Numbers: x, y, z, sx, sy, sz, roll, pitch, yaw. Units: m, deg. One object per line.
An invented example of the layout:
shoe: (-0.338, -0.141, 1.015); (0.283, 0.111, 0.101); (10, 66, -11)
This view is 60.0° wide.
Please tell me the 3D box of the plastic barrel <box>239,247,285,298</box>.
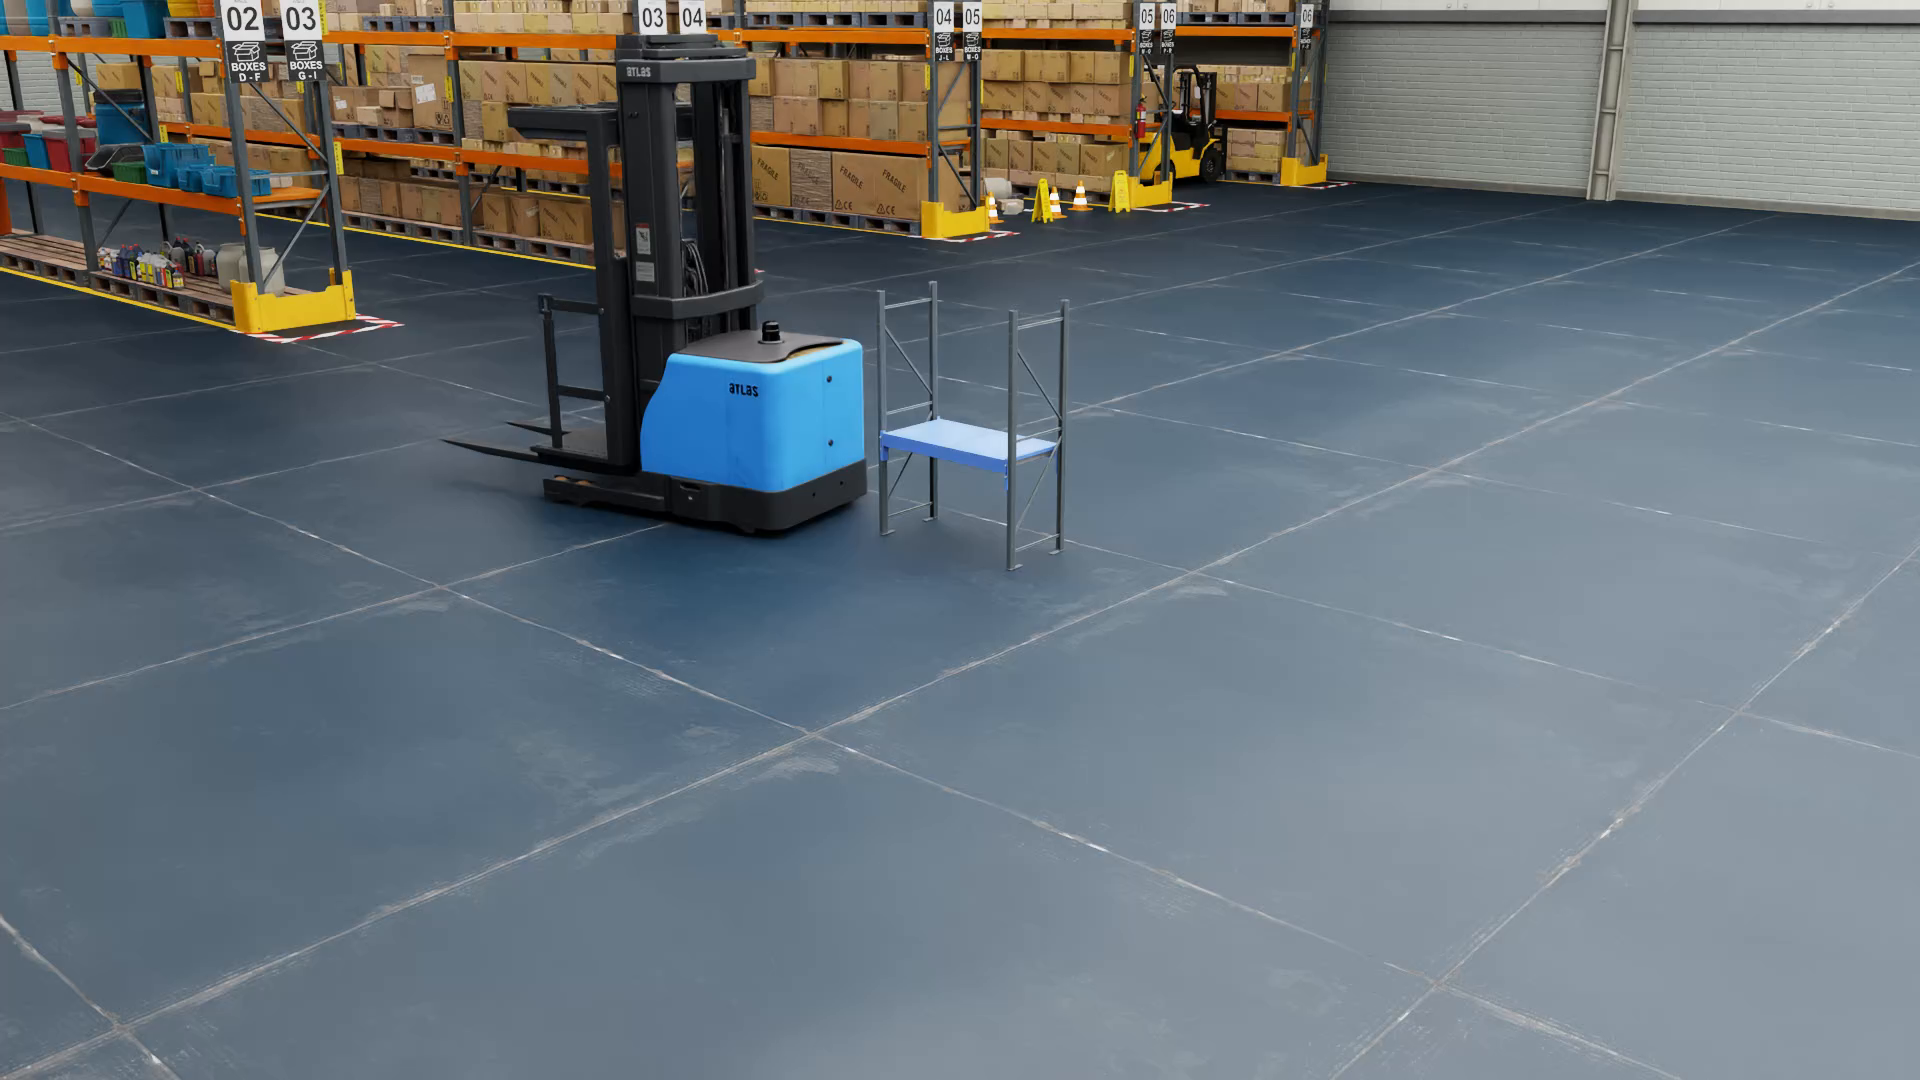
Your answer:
plastic barrel: (-7.274, -2.776, 17.320); (0.421, 0.512, 0.421); (0, 18, 0)

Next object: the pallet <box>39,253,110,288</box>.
pallet: (-10.336, -3.270, 20.067); (1.213, 0.211, 1.003); (15, 23, 39)

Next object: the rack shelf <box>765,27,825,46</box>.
rack shelf: (-4.345, -10.105, 33.222); (4.000, 0.370, 1.077); (15, 23, 39)

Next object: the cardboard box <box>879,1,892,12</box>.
cardboard box: (-0.930, -7.520, 23.444); (0.250, 0.149, 0.380); (15, 23, 40)

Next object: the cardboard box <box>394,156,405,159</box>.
cardboard box: (-10.922, -7.488, 32.766); (0.250, 0.149, 0.380); (14, 22, 37)

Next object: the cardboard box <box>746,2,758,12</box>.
cardboard box: (-3.021, -8.081, 25.212); (0.250, 0.149, 0.380); (15, 23, 38)

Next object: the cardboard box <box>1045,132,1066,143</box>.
cardboard box: (1.661, -6.831, 28.216); (0.250, 0.149, 0.380); (16, 24, 42)

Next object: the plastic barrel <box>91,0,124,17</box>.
plastic barrel: (-9.050, -6.095, 17.876); (0.708, 0.901, 0.600); (15, 23, 39)

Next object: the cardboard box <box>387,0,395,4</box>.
cardboard box: (-8.154, -7.847, 23.928); (0.500, 0.500, 0.500); (16, 23, 40)

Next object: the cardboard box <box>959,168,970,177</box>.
cardboard box: (0.041, -6.100, 28.501); (0.500, 0.500, 0.500); (-3, 18, -8)

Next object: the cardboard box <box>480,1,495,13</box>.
cardboard box: (-5.963, -6.887, 21.482); (0.250, 0.149, 0.380); (15, 23, 40)

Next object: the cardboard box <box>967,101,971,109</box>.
cardboard box: (0.286, -7.851, 29.234); (0.500, 0.500, 0.500); (15, 23, 39)

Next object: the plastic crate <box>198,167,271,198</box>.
plastic crate: (-7.304, -3.609, 16.771); (0.616, 0.251, 0.499); (15, 23, 39)

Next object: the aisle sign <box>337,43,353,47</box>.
aisle sign: (-12.297, -10.268, 33.210); (0.004, 0.787, 0.394); (15, 23, 39)

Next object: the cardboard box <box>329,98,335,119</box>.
cardboard box: (-9.610, -6.581, 25.724); (0.500, 0.500, 0.500); (16, 24, 41)

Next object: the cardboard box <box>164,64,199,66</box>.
cardboard box: (-13.363, -7.963, 28.760); (0.500, 0.500, 0.500); (14, 22, 38)

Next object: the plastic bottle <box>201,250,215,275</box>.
plastic bottle: (-8.546, -3.161, 18.888); (0.135, 0.276, 0.152); (16, 23, 40)

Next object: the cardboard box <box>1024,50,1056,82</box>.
cardboard box: (1.503, -8.043, 28.186); (0.500, 0.500, 0.700); (15, 23, 39)

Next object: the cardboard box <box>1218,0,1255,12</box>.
cardboard box: (5.234, -10.121, 31.060); (0.500, 0.500, 0.700); (15, 23, 40)

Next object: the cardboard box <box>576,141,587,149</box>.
cardboard box: (-4.291, -5.147, 20.714); (0.500, 0.500, 0.875); (15, 23, 39)

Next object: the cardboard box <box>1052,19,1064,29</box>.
cardboard box: (1.742, -8.592, 27.681); (0.250, 0.149, 0.380); (14, 22, 38)

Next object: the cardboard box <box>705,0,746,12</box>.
cardboard box: (-3.702, -8.384, 26.002); (0.500, 0.250, 0.500); (15, 23, 40)

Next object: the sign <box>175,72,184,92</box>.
sign: (-12.786, -7.502, 27.228); (0.005, 0.325, 0.100); (15, 23, 39)

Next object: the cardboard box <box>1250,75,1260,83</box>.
cardboard box: (5.616, -8.607, 31.036); (0.250, 0.149, 0.380); (16, 23, 40)

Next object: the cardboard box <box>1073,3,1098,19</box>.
cardboard box: (2.206, -8.656, 27.225); (0.500, 0.250, 0.500); (15, 23, 39)

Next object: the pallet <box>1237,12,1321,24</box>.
pallet: (5.914, -9.669, 30.807); (1.213, 0.211, 1.003); (15, 23, 39)

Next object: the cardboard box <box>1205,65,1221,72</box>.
cardboard box: (4.867, -8.963, 31.666); (0.250, 0.149, 0.380); (15, 23, 40)

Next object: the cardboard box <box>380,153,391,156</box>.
cardboard box: (-11.293, -7.729, 33.034); (0.250, 0.149, 0.380); (16, 24, 41)

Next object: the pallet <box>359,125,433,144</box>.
pallet: (-7.920, -5.894, 24.043); (1.213, 0.211, 1.003); (15, 23, 39)

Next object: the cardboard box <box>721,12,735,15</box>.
cardboard box: (-4.360, -10.582, 32.678); (0.500, 0.500, 0.500); (15, 23, 40)

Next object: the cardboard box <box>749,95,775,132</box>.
cardboard box: (-2.784, -6.673, 25.931); (0.550, 0.550, 0.875); (15, 23, 39)

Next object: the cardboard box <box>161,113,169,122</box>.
cardboard box: (-13.249, -7.148, 28.090); (0.250, 0.149, 0.380); (15, 23, 38)

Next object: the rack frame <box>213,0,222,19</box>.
rack frame: (-6.731, -6.507, 15.737); (0.127, 3.000, 1.000); (15, 23, 39)

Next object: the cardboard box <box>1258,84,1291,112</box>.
cardboard box: (5.884, -8.221, 30.891); (0.500, 0.500, 0.500); (14, 23, 38)

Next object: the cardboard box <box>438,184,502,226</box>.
cardboard box: (-6.881, -4.717, 23.422); (0.500, 0.500, 0.700); (13, 22, 35)

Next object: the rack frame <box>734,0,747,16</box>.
rack frame: (-3.068, -9.532, 25.271); (0.127, 3.000, 1.000); (15, 23, 39)

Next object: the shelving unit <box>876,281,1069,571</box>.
shelving unit: (0.064, -0.698, 9.831); (1.048, 1.500, 0.538); (15, 23, 39)

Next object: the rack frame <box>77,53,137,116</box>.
rack frame: (-15.411, -7.980, 30.299); (0.127, 3.000, 1.000); (15, 23, 39)

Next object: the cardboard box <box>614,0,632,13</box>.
cardboard box: (-3.859, -6.301, 19.638); (0.250, 0.149, 0.380); (15, 23, 39)

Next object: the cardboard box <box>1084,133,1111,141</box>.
cardboard box: (3.037, -8.107, 33.930); (0.625, 0.625, 0.875); (16, 24, 42)

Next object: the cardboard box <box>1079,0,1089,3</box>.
cardboard box: (2.159, -8.871, 27.244); (0.250, 0.149, 0.380); (15, 23, 40)

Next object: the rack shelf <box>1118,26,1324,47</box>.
rack shelf: (4.930, -9.622, 31.702); (4.000, 0.370, 1.077); (15, 23, 39)

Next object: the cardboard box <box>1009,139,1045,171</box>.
cardboard box: (1.199, -6.671, 28.785); (0.500, 0.500, 0.500); (17, 24, 42)

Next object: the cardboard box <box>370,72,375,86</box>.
cardboard box: (-11.473, -9.017, 32.909); (0.500, 0.500, 0.500); (15, 23, 39)

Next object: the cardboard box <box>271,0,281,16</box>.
cardboard box: (-9.931, -8.159, 25.039); (0.797, 0.503, 0.637); (-17, 24, -42)

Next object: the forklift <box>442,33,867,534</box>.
forklift: (-2.137, -1.742, 10.755); (3.031, 2.935, 1.130); (10, 20, 29)

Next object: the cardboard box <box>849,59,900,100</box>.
cardboard box: (-1.129, -6.772, 24.458); (0.550, 0.550, 0.875); (15, 23, 39)

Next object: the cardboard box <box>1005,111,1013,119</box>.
cardboard box: (0.989, -7.368, 28.785); (0.250, 0.149, 0.380); (15, 23, 39)

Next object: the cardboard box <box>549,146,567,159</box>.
cardboard box: (-4.986, -4.936, 21.121); (0.250, 0.149, 0.380); (15, 23, 39)

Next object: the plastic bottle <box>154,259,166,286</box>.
plastic bottle: (-8.670, -2.913, 18.107); (0.135, 0.276, 0.152); (14, 22, 38)

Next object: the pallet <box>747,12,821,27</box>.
pallet: (-2.463, -7.894, 25.213); (1.213, 0.211, 1.003); (15, 23, 39)

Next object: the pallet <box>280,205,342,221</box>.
pallet: (-9.967, -5.220, 26.212); (1.213, 0.211, 1.003); (15, 23, 39)

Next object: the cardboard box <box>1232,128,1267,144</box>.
cardboard box: (5.489, -7.623, 31.371); (0.500, 0.250, 0.500); (16, 23, 40)

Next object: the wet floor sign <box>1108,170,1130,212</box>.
wet floor sign: (2.566, -5.607, 26.714); (0.267, 0.644, 0.232); (-9, 20, -27)
